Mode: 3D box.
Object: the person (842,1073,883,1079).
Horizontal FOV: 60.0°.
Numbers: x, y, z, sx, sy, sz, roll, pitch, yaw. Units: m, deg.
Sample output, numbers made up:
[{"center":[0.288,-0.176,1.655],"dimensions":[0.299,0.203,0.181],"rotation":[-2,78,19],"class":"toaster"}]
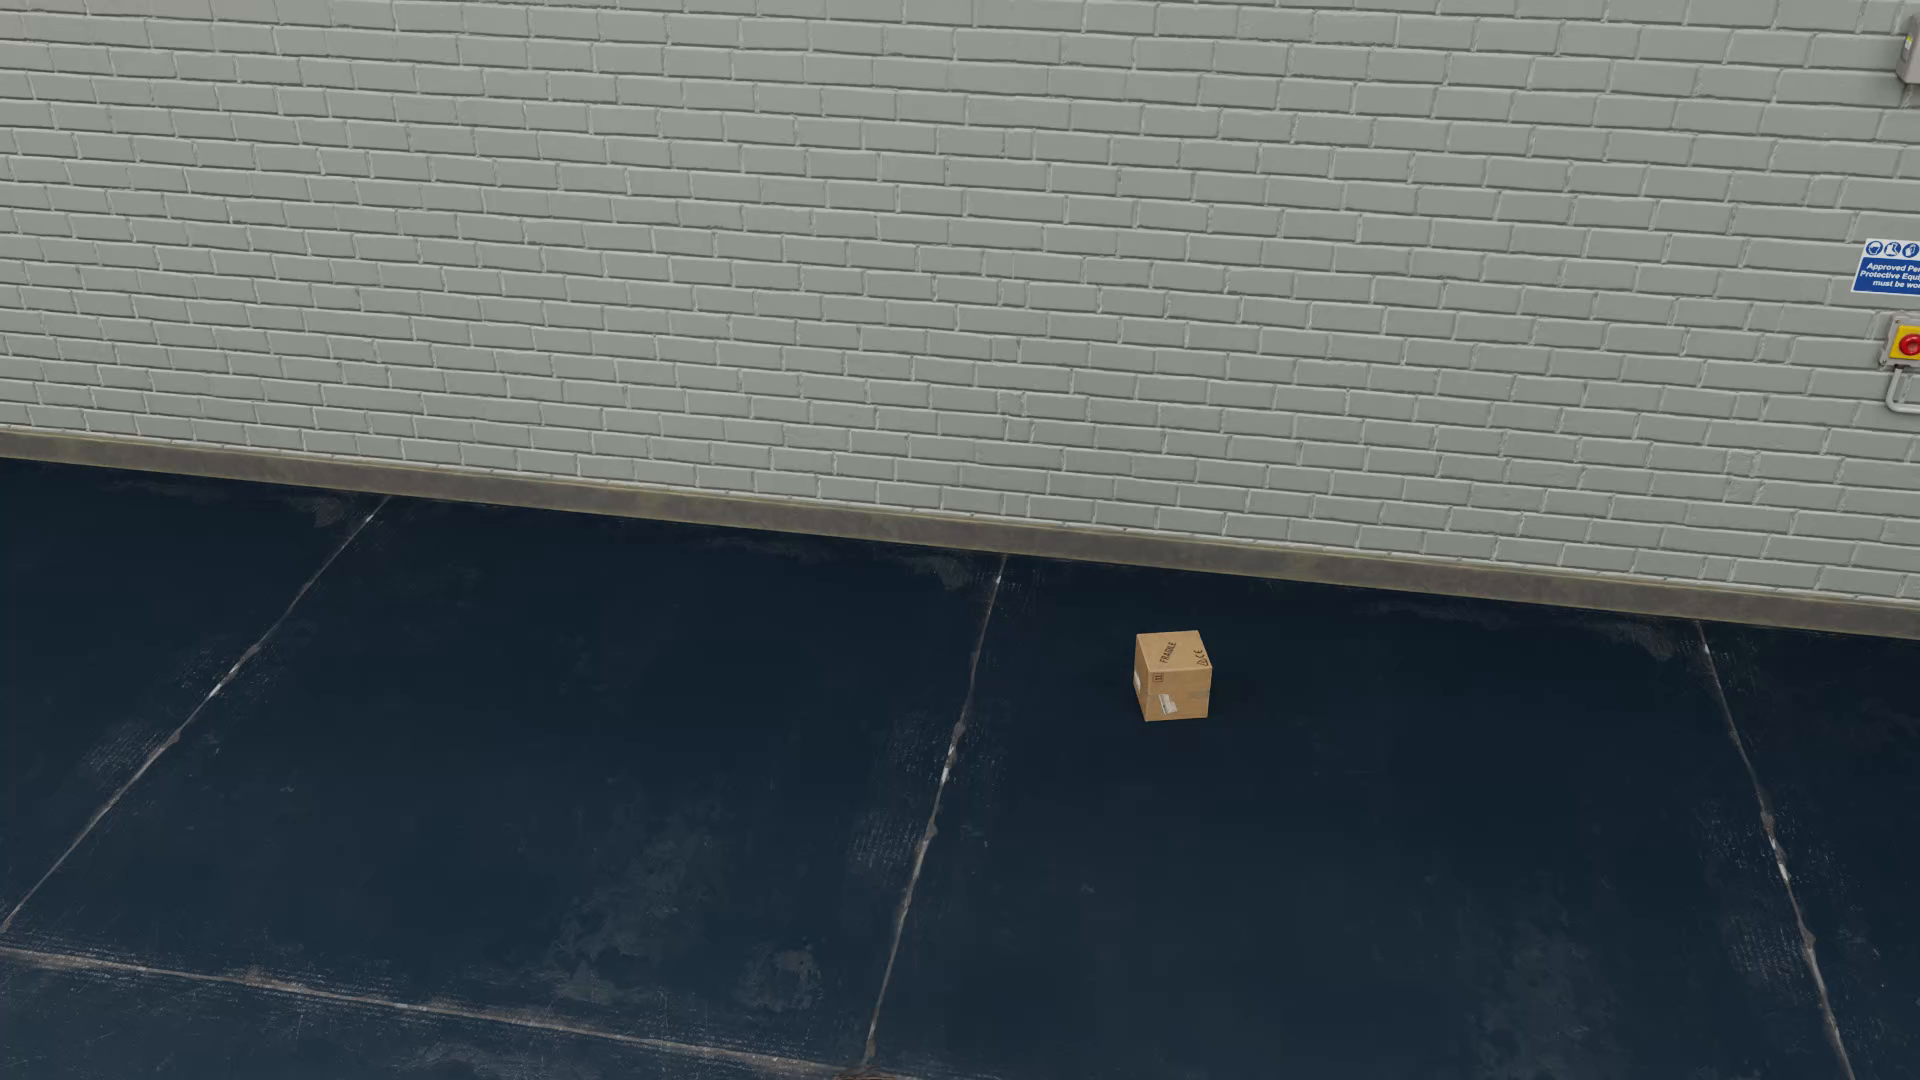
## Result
[{"center":[-0.156,1.693,3.473],"dimensions":[0.480,1.628,0.646],"rotation":[5,33,7],"class":"person"}]
